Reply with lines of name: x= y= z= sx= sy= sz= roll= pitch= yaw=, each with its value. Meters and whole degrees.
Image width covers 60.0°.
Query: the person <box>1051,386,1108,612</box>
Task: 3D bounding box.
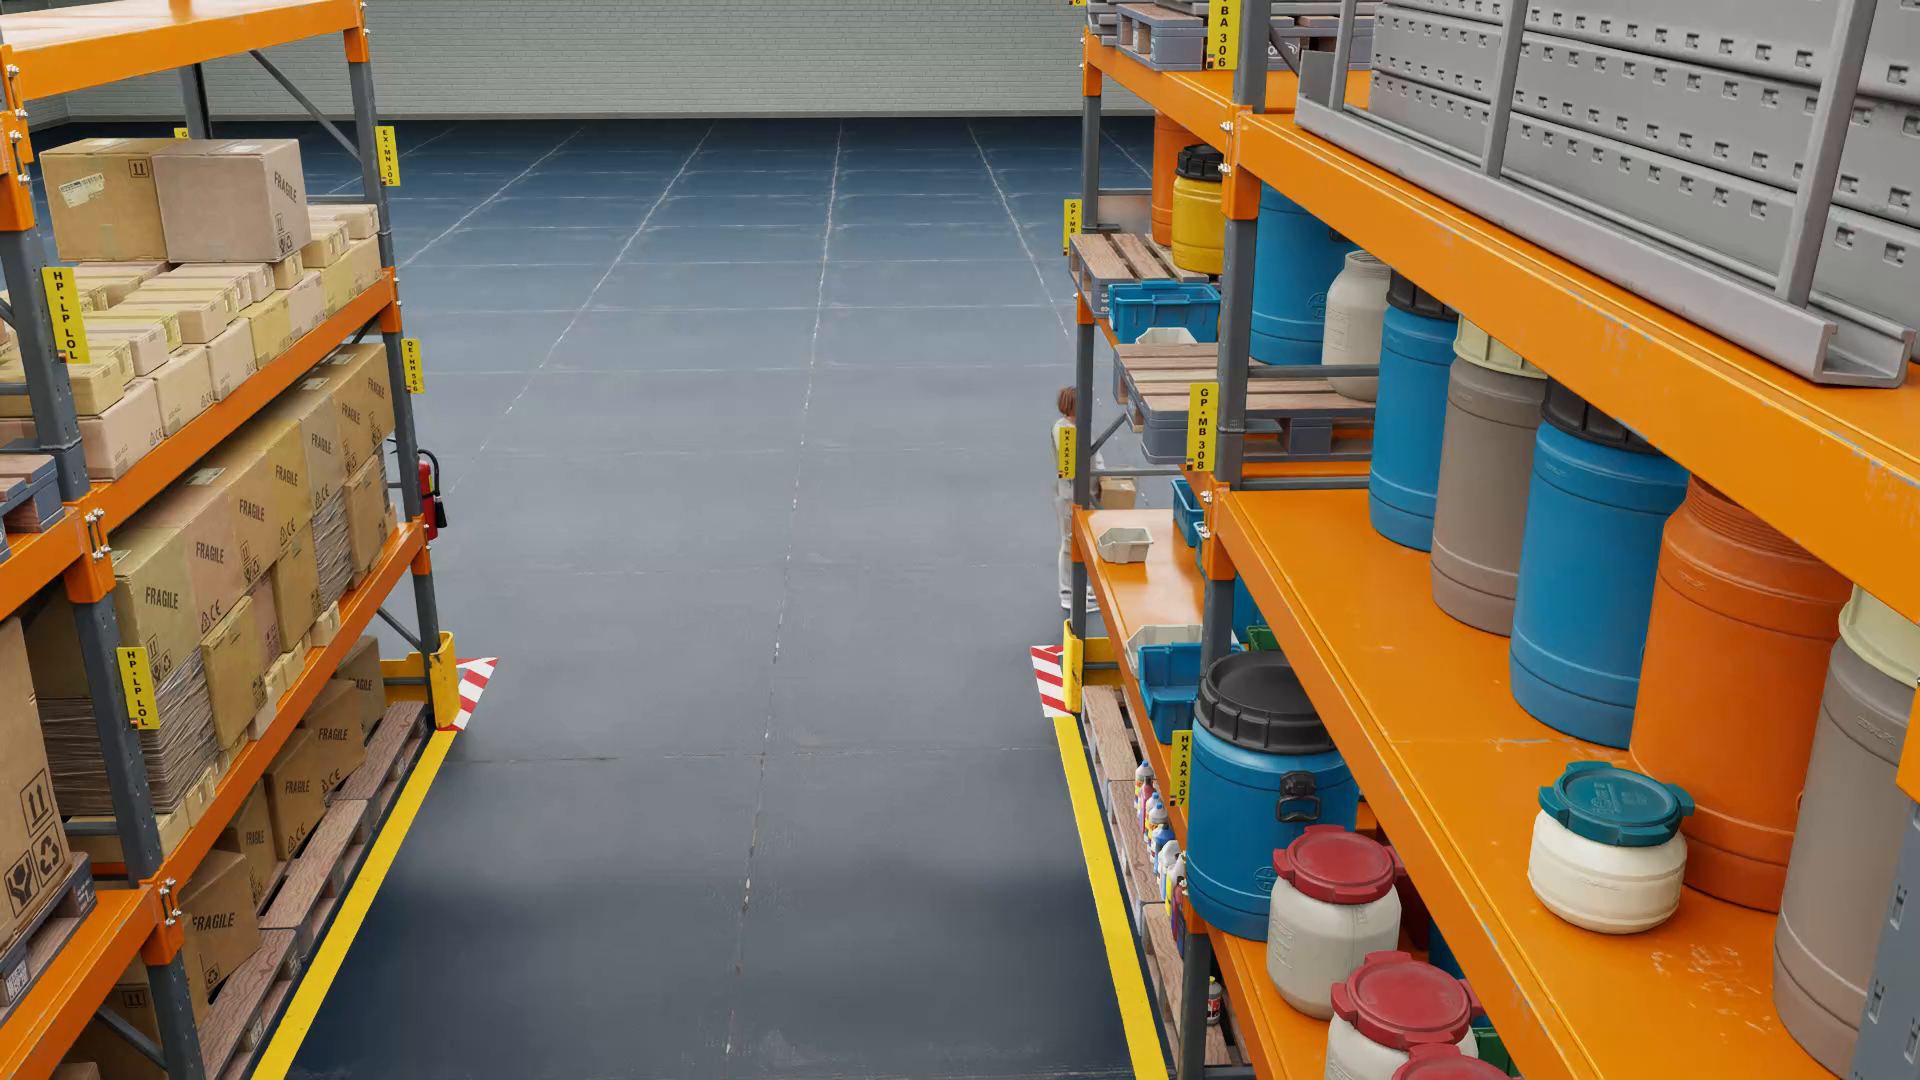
person: x=0.890 y=-0.298 z=11.875 sx=0.451 sy=1.586 sz=0.444 roll=17 pitch=27 yaw=38
